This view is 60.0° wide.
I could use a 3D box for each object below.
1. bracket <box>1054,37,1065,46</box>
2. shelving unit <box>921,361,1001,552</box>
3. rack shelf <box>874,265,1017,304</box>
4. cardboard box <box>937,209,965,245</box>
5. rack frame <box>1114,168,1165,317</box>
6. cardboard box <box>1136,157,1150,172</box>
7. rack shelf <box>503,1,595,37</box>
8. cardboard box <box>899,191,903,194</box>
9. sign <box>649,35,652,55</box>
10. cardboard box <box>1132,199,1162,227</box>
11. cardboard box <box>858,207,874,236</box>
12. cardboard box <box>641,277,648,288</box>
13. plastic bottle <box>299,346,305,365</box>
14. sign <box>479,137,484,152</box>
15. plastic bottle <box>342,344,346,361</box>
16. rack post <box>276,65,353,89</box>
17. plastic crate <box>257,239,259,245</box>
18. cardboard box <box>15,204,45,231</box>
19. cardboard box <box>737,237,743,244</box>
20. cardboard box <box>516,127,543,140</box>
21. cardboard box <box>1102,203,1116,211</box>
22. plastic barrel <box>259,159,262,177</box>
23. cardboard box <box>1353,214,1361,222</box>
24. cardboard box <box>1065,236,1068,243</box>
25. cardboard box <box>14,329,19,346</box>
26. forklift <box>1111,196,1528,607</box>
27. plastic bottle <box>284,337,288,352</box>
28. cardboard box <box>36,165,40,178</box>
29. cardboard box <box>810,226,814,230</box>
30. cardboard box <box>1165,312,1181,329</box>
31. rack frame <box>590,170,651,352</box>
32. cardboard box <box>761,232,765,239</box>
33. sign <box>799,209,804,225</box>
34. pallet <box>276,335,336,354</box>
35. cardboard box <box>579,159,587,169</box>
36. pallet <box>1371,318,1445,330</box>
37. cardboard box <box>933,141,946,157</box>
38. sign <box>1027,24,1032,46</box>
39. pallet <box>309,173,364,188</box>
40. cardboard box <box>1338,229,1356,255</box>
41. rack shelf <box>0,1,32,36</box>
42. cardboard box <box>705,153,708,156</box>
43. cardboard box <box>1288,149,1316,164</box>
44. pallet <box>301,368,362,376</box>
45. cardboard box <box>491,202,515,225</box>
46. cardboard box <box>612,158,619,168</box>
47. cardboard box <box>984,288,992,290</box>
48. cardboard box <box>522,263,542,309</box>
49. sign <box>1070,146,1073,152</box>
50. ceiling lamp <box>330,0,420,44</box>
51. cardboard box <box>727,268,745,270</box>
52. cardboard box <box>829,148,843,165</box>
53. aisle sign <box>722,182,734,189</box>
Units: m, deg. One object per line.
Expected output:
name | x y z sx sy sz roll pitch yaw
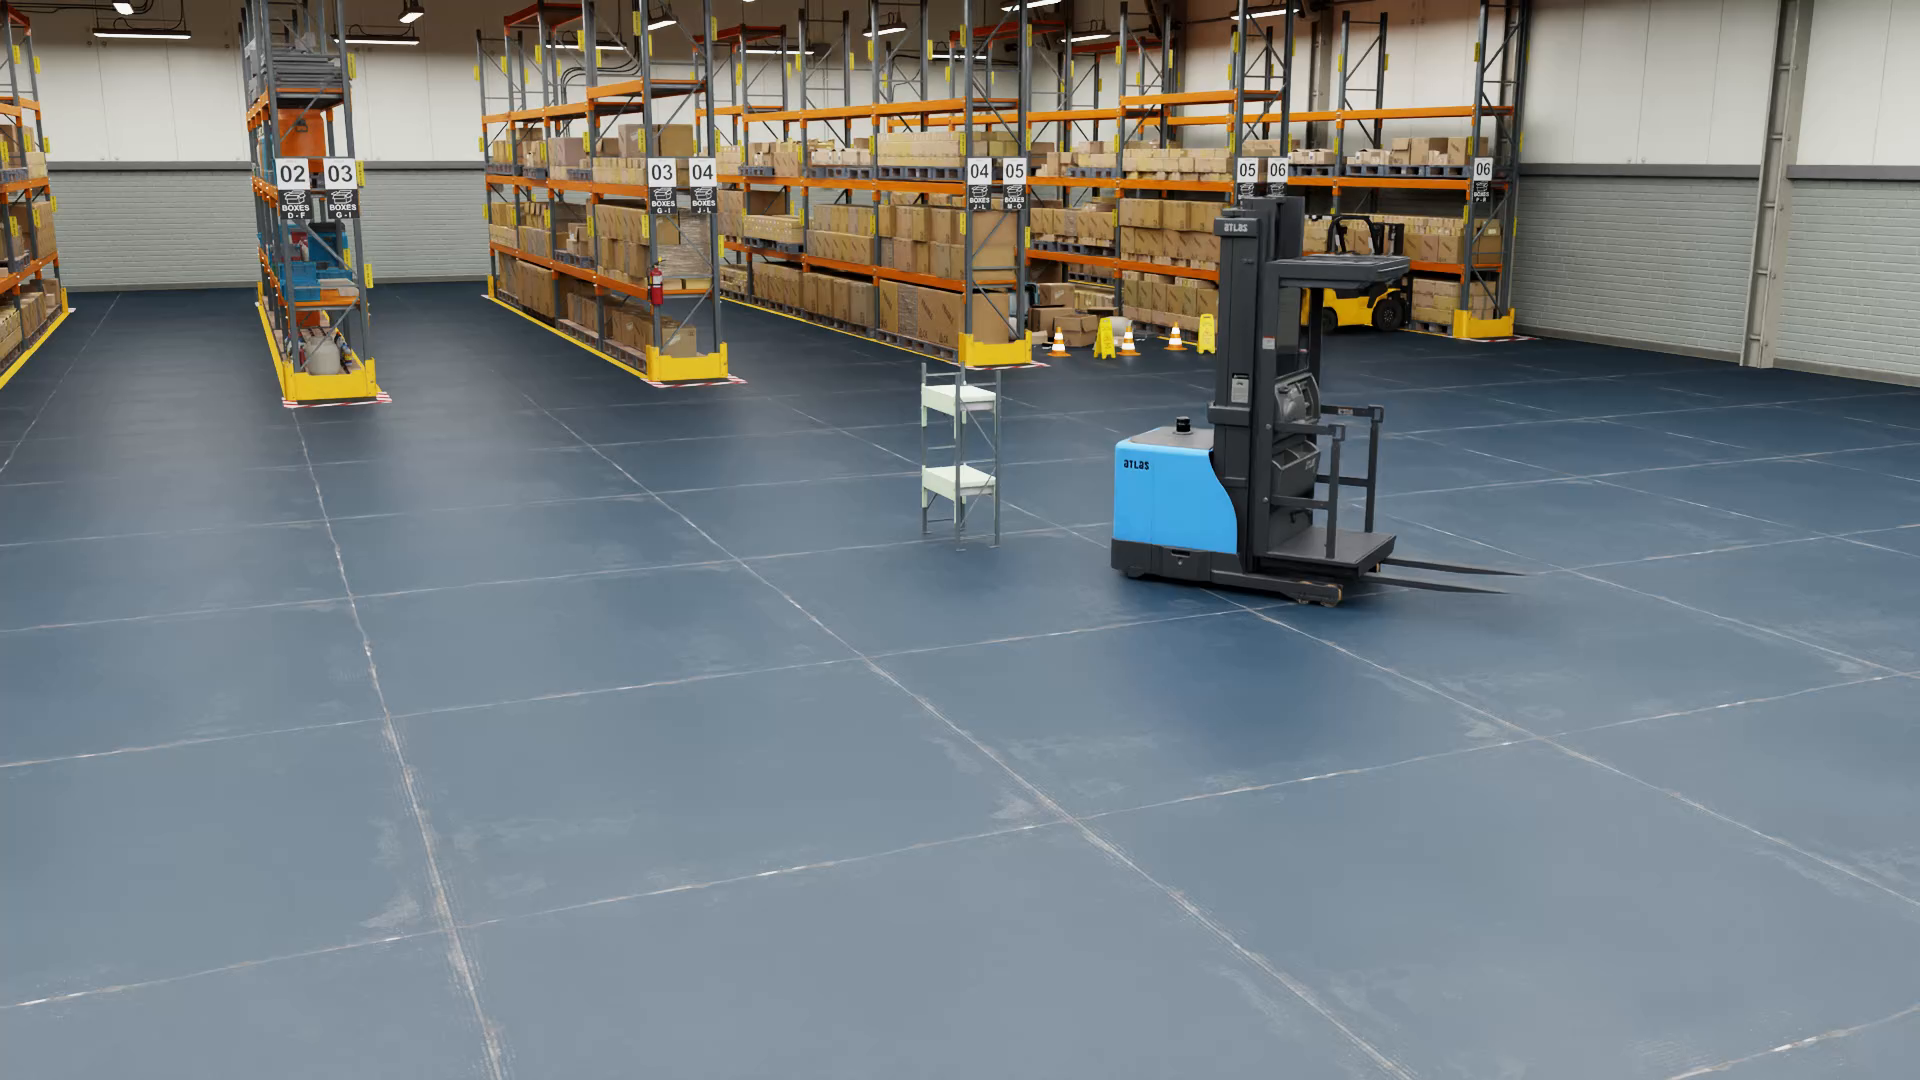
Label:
bracket | 2.771 -13.712 45.677 0.235 0.232 0.430 -6 14 -23
shelving unit | 0.003 -0.729 14.195 0.431 1.500 0.755 -6 14 -23
rack shelf | -0.250 -4.355 28.131 1.077 0.370 4.000 -6 14 -23
cardboard box | 0.134 -5.077 26.928 0.875 0.550 0.550 -6 14 -23
rack frame | 3.444 -5.587 31.858 1.000 3.000 0.127 -6 14 -23
cardboard box | 3.585 -6.899 30.546 0.500 0.250 0.500 -6 14 -23
rack shelf | -8.039 -10.123 32.376 1.077 0.370 4.000 -6 14 -23
cardboard box | -1.305 -8.708 41.465 0.380 0.149 0.250 -5 14 -21
sign | -5.131 -8.154 27.395 0.100 0.325 0.005 -6 14 -23
cardboard box | 3.606 -6.050 30.758 0.700 0.500 0.500 -6 14 -23
cardboard box | -1.463 -5.863 30.611 0.700 0.500 0.500 -6 14 -24
cardboard box | -4.584 -3.882 25.048 0.380 0.149 0.250 -6 14 -23
plastic bottle | -9.688 -2.713 24.489 0.061 0.283 0.133 -6 14 -23
sign | -10.954 -9.048 38.045 0.100 0.325 0.005 -6 14 -23
plastic bottle | -9.190 -2.798 24.880 0.097 0.271 0.097 0 13 0
rack post | -8.758 -6.265 22.591 0.937 0.300 0.954 -4 14 -17
plastic crate | -15.131 -6.470 36.125 0.250 0.136 0.298 -6 14 -23
cardboard box | -18.262 -6.322 32.595 0.500 0.500 0.500 -6 14 -25
cardboard box | -4.787 -6.731 37.356 0.380 0.149 0.250 -6 14 -24
cardboard box | -9.211 -8.668 35.481 0.500 0.250 0.500 -7 15 -27
cardboard box | 3.050 -6.646 33.180 0.380 0.149 0.250 -5 14 -20
plastic barrel | -11.933 -6.495 28.880 0.421 0.512 0.421 0 13 0
cardboard box | 8.050 -6.409 33.088 0.380 0.149 0.250 -5 14 -22
cardboard box | 2.360 -6.133 33.844 0.380 0.149 0.250 -5 14 -21
cardboard box | -15.673 -3.297 27.128 0.500 0.250 0.500 -6 14 -24
forklift | 2.729 -1.071 12.495 3.031 2.935 1.130 7 15 29
plastic bottle | -10.448 -3.024 25.860 0.097 0.271 0.097 0 13 0
cardboard box | -18.486 -7.272 32.818 0.500 0.250 0.500 -6 14 -23
cardboard box | -2.883 -6.401 34.342 0.380 0.149 0.250 -6 14 -25
cardboard box | 4.061 -3.984 30.097 0.500 0.250 0.500 -6 14 -25
rack frame | -5.636 -4.692 27.990 1.000 3.000 0.127 -6 14 -23
cardboard box | -3.991 -6.462 35.263 0.380 0.149 0.250 -6 14 -24
sign | -3.147 -6.420 33.065 0.100 0.325 0.005 -6 14 -23
pallet | -11.017 -3.297 28.148 1.003 0.211 1.213 -6 14 -23
cardboard box | -6.479 -6.622 29.266 0.380 0.166 0.250 -6 14 -25
pallet | 8.764 -4.257 32.296 1.003 0.211 1.213 -6 14 -23
cardboard box | -0.100 -6.259 26.626 0.500 0.250 0.500 -6 14 -23
sign | 1.063 -7.797 25.676 0.100 0.325 0.005 -6 14 -23
pallet | -8.814 -4.967 22.946 1.003 0.211 1.213 -6 14 -23
cardboard box | 7.929 -5.970 33.289 0.500 0.500 0.500 -6 14 -25
rack shelf | -18.720 -10.055 32.084 1.077 0.370 4.000 -6 14 -23
cardboard box | -5.710 -9.008 39.211 0.500 0.250 0.500 -6 14 -24
cardboard box | 7.170 -7.994 34.648 0.500 0.311 0.500 -6 14 -25
pallet | -8.966 -2.239 23.578 1.003 0.211 1.213 -6 14 -23
cardboard box | -10.298 -7.382 37.621 0.500 0.500 0.500 -6 14 -24
cardboard box | -5.231 -5.914 26.064 0.380 0.149 0.250 -6 14 -24
cardboard box | 0.930 -6.103 37.866 0.875 0.875 0.875 -5 14 -21
cardboard box | -8.207 -5.199 33.963 1.225 0.875 0.875 -6 14 -25
sign | 2.340 -8.175 35.242 0.100 0.325 0.005 -6 14 -23
ceiling lamp | -13.749 -13.272 38.814 2.000 3.185 0.800 -6 14 -23
cardboard box | -5.225 -6.252 38.800 0.380 0.149 0.250 -6 14 -23
cardboard box | -2.158 -7.238 31.382 0.500 0.311 0.500 -6 14 -24
aisle sign | -5.612 -8.907 40.437 0.394 0.787 0.004 -6 14 -23
